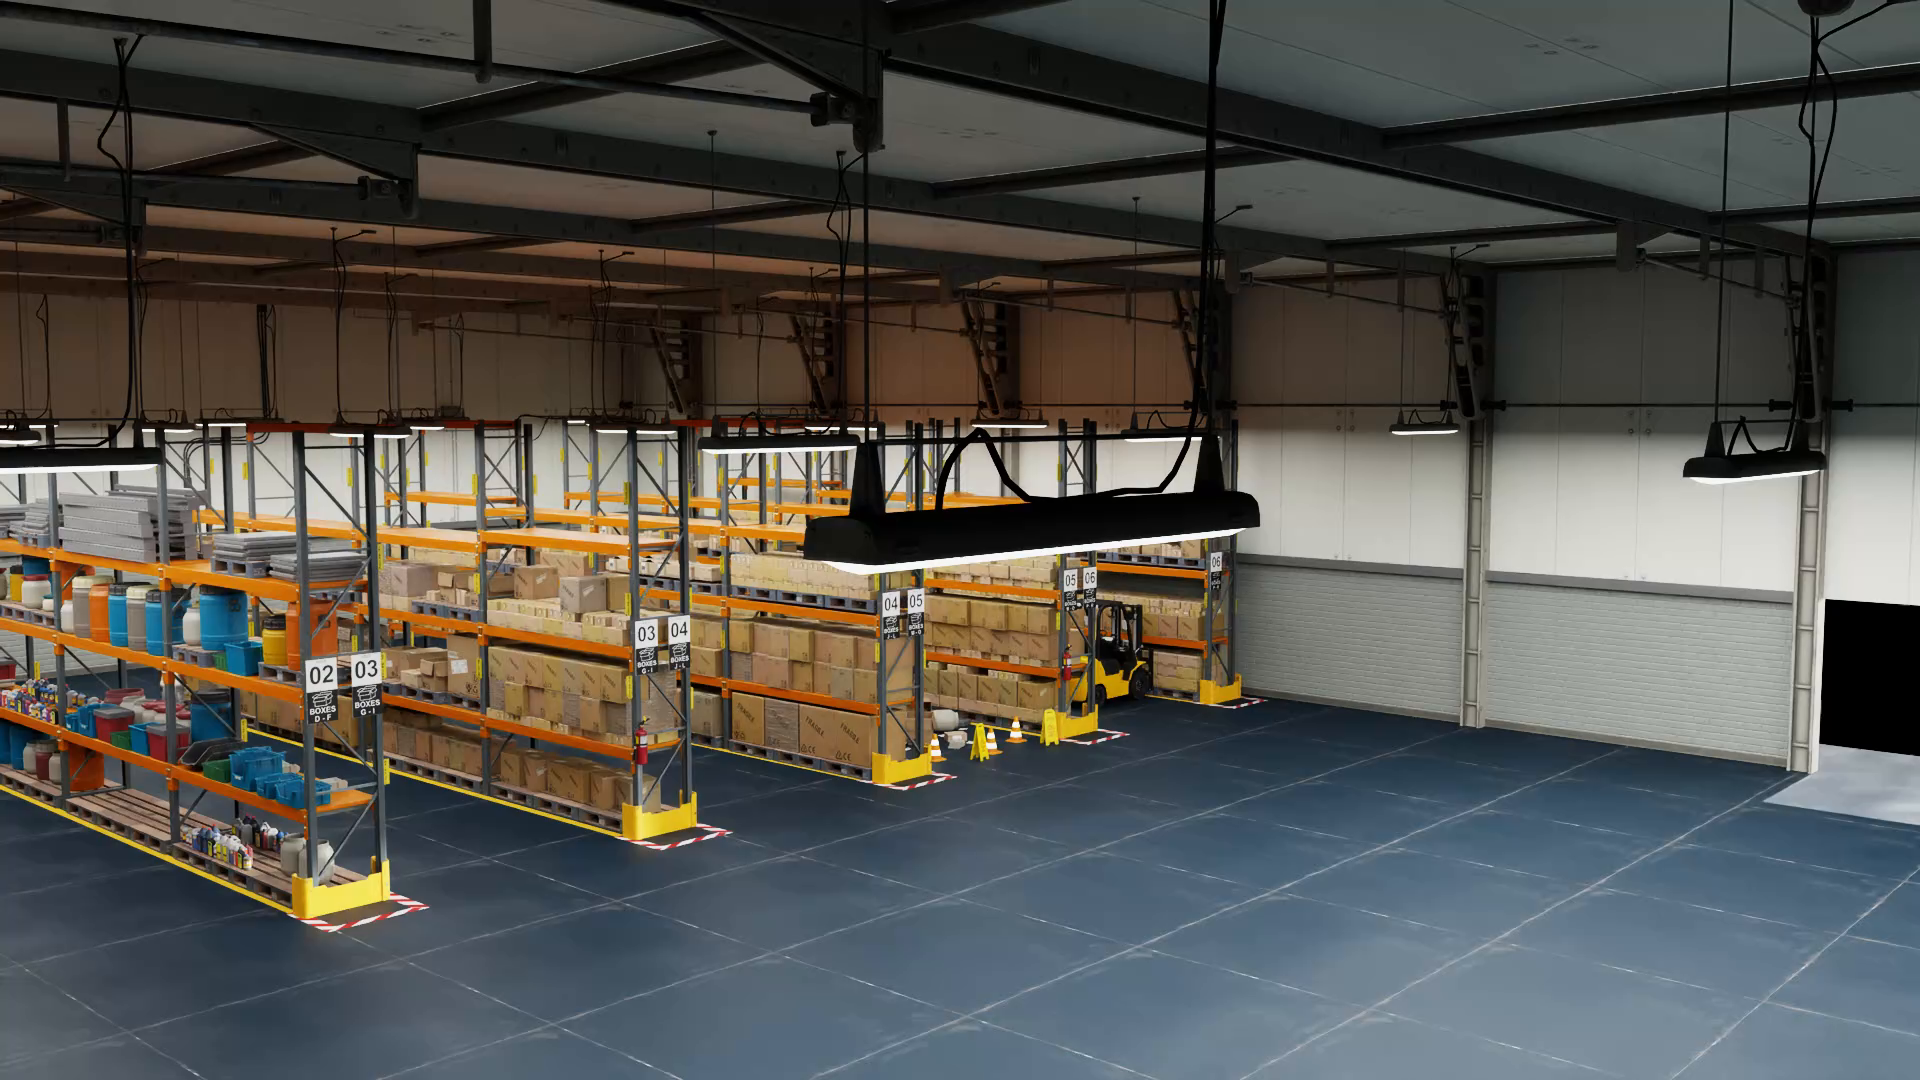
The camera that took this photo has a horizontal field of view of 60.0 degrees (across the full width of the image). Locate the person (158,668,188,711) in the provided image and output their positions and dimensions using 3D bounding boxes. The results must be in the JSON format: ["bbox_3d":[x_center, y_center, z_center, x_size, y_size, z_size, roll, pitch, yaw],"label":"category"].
[{"bbox_3d":[-15.143,2.809,32.050,0.619,1.788,0.424,2,5,19],"label":"person"}]
